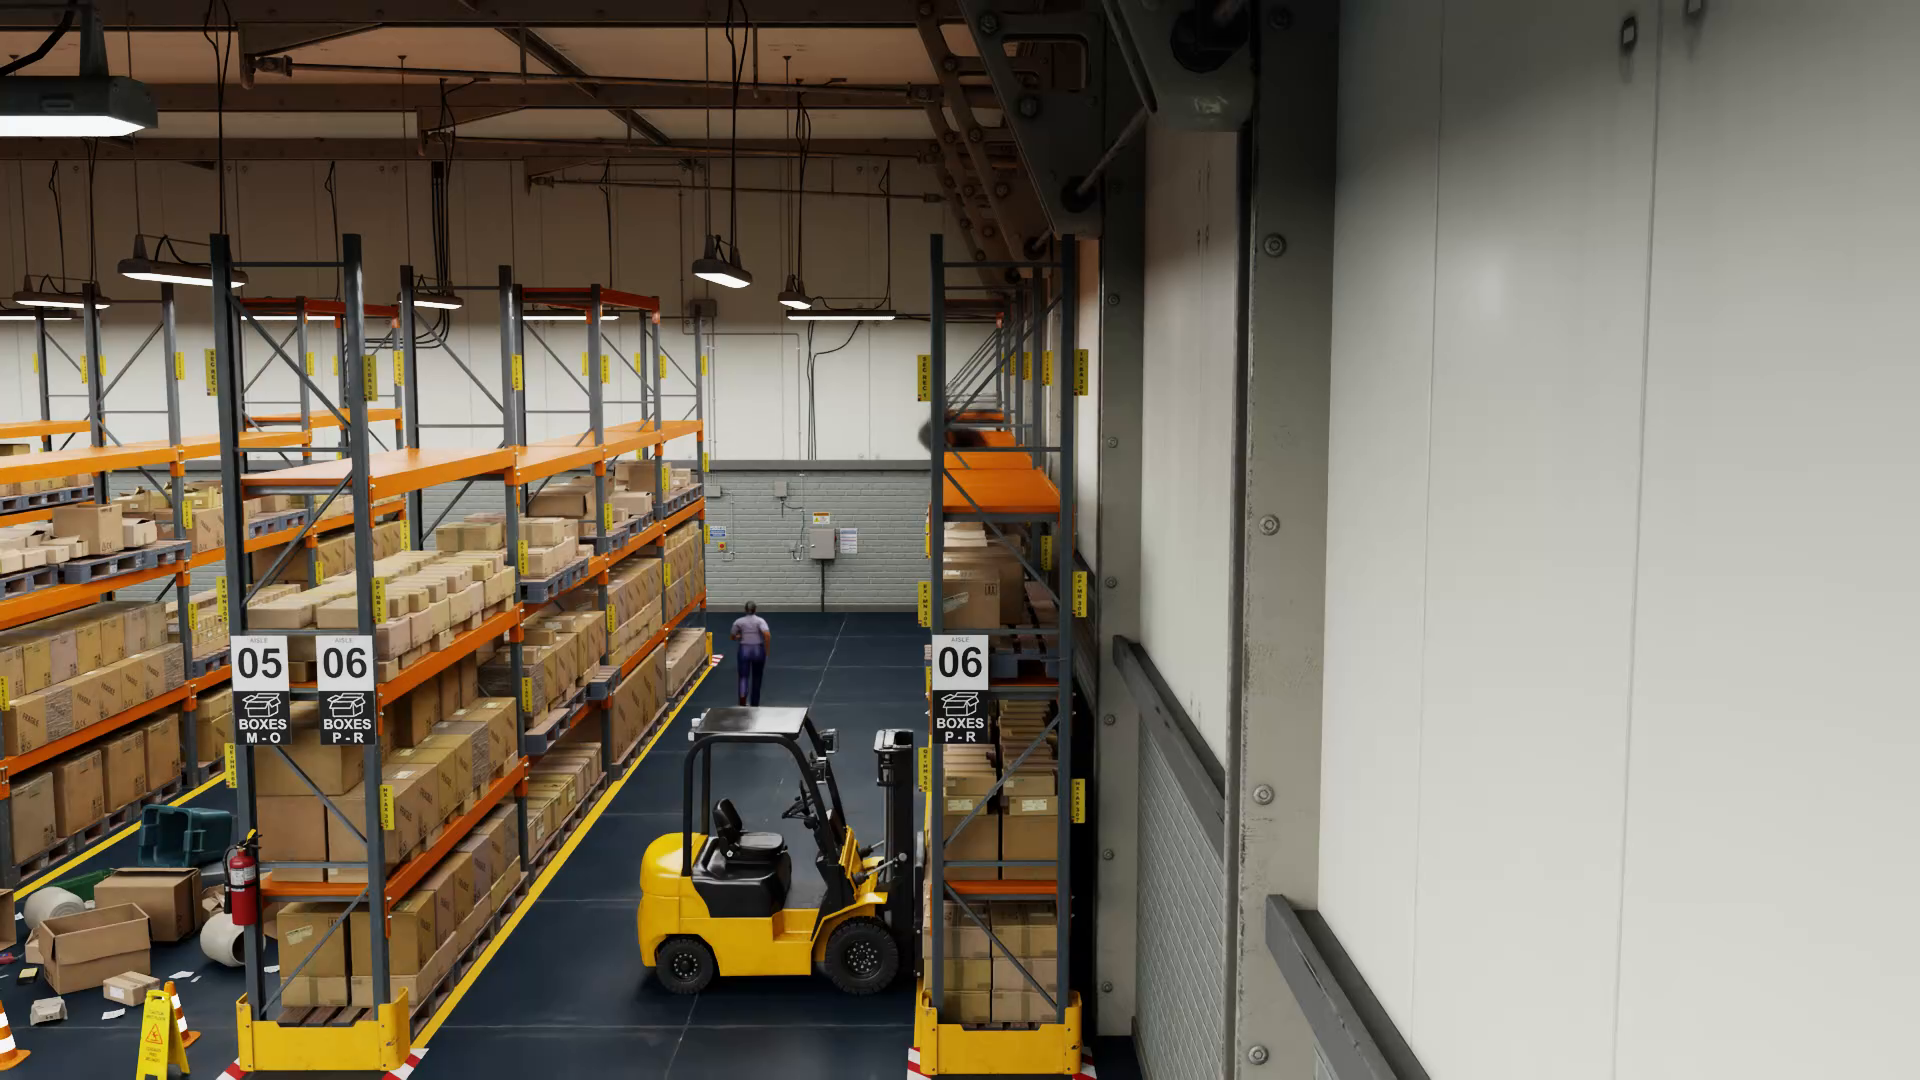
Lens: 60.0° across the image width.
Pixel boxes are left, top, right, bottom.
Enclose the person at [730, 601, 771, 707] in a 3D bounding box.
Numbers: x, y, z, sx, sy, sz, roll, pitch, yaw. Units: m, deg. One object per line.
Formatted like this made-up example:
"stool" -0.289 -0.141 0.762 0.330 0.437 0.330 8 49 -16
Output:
"person" -3.032 1.736 24.087 0.610 1.531 0.855 0 6 -2
